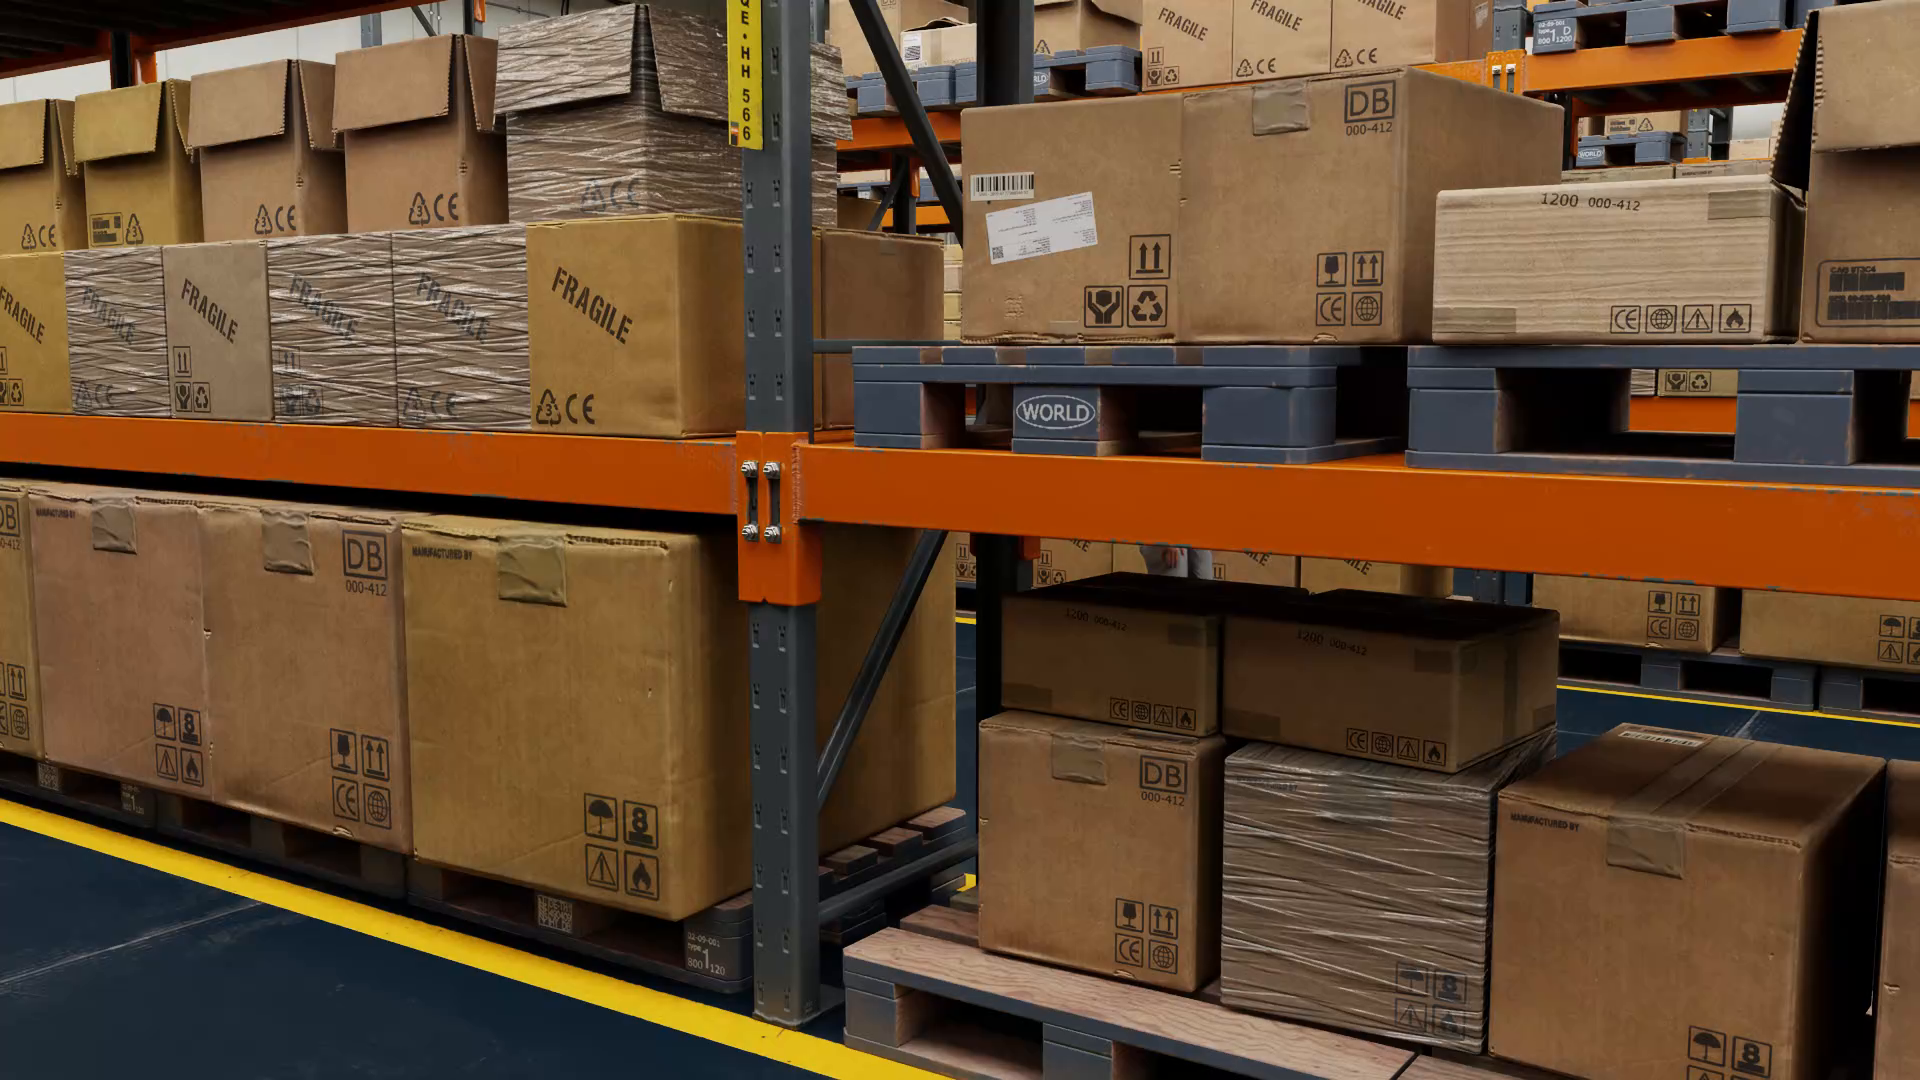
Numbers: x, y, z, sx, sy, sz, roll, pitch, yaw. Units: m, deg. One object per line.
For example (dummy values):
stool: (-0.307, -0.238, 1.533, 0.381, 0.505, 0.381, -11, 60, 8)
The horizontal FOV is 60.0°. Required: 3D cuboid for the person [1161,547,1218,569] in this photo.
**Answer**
person: (0.841, -0.011, 6.345, 0.342, 1.582, 0.477, 4, 8, 31)
